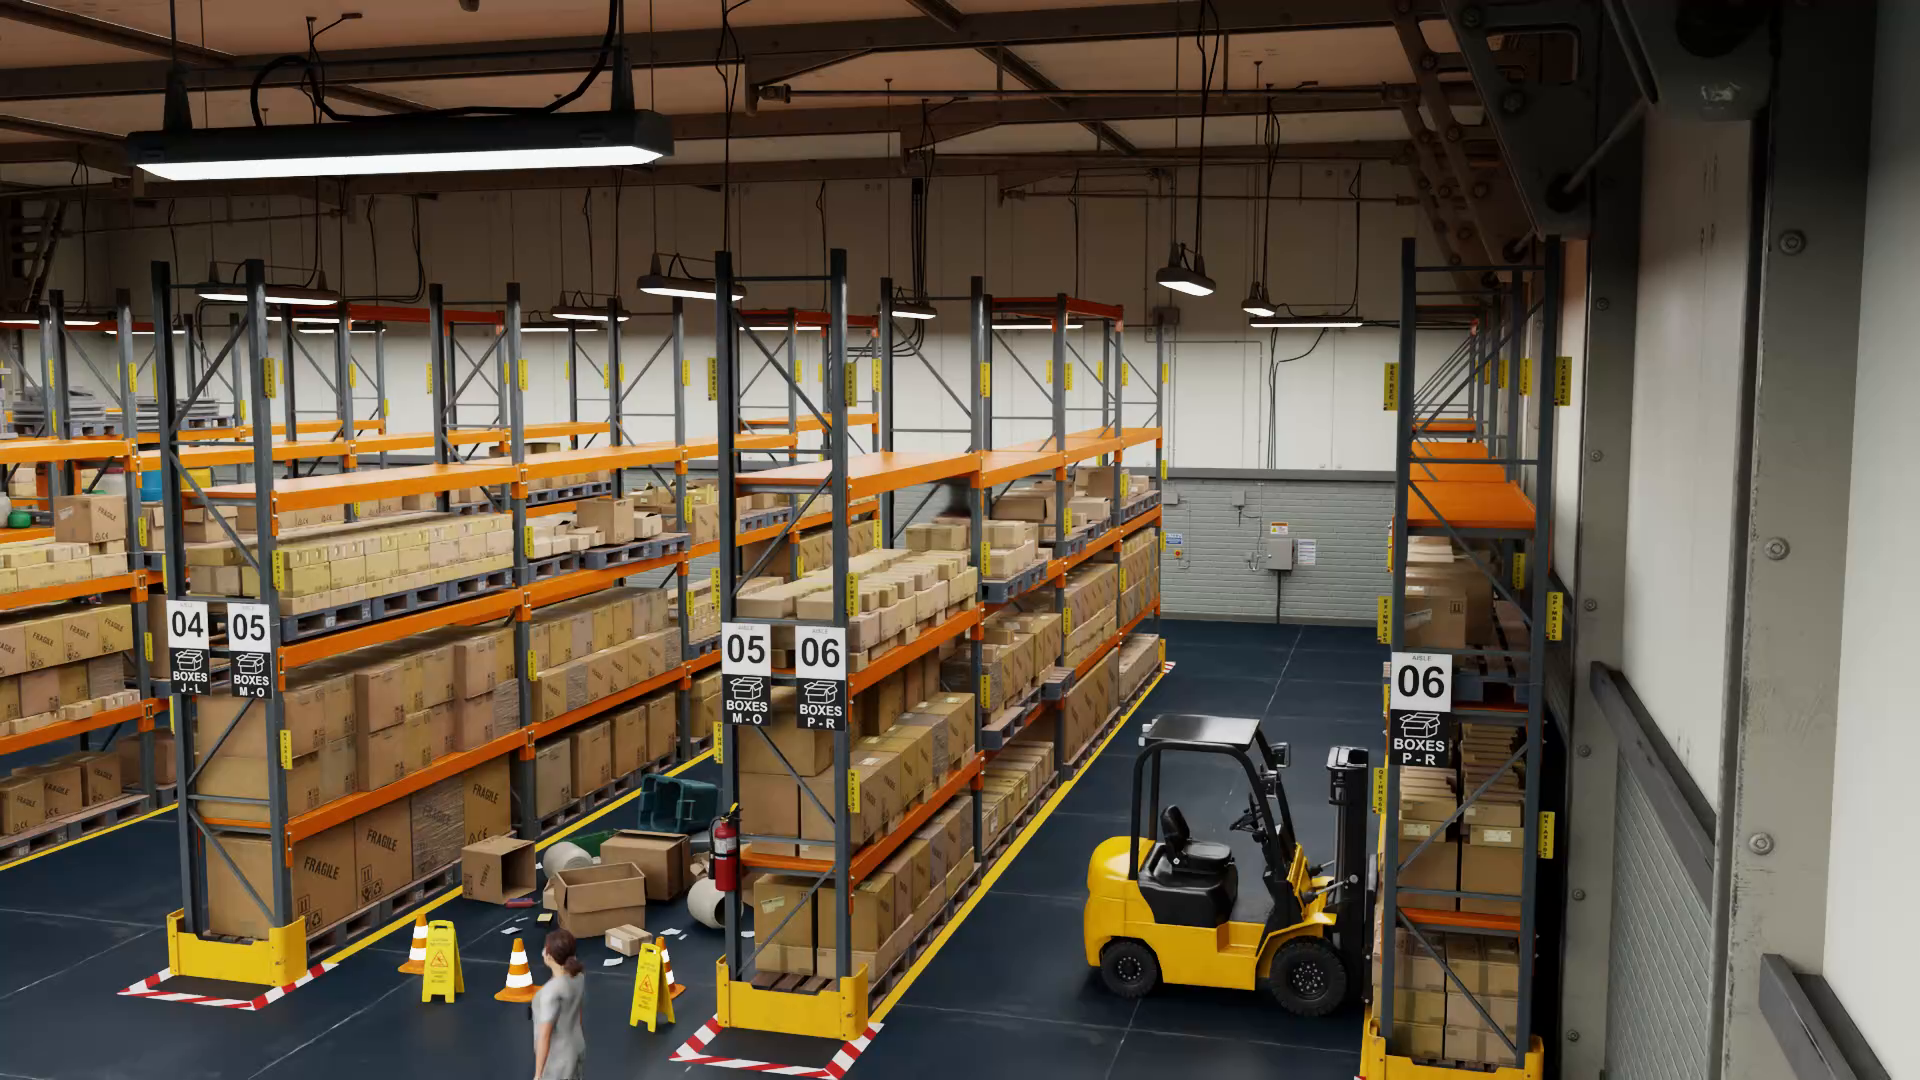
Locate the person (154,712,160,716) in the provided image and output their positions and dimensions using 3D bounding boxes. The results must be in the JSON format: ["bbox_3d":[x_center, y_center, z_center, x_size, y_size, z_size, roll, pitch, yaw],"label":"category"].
[{"bbox_3d":[-11.952,1.750,24.549,0.493,1.639,0.647,1,6,11],"label":"person"}]

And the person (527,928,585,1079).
[{"bbox_3d":[-2.472,3.258,10.309,0.380,1.708,0.550,1,6,12],"label":"person"}]
